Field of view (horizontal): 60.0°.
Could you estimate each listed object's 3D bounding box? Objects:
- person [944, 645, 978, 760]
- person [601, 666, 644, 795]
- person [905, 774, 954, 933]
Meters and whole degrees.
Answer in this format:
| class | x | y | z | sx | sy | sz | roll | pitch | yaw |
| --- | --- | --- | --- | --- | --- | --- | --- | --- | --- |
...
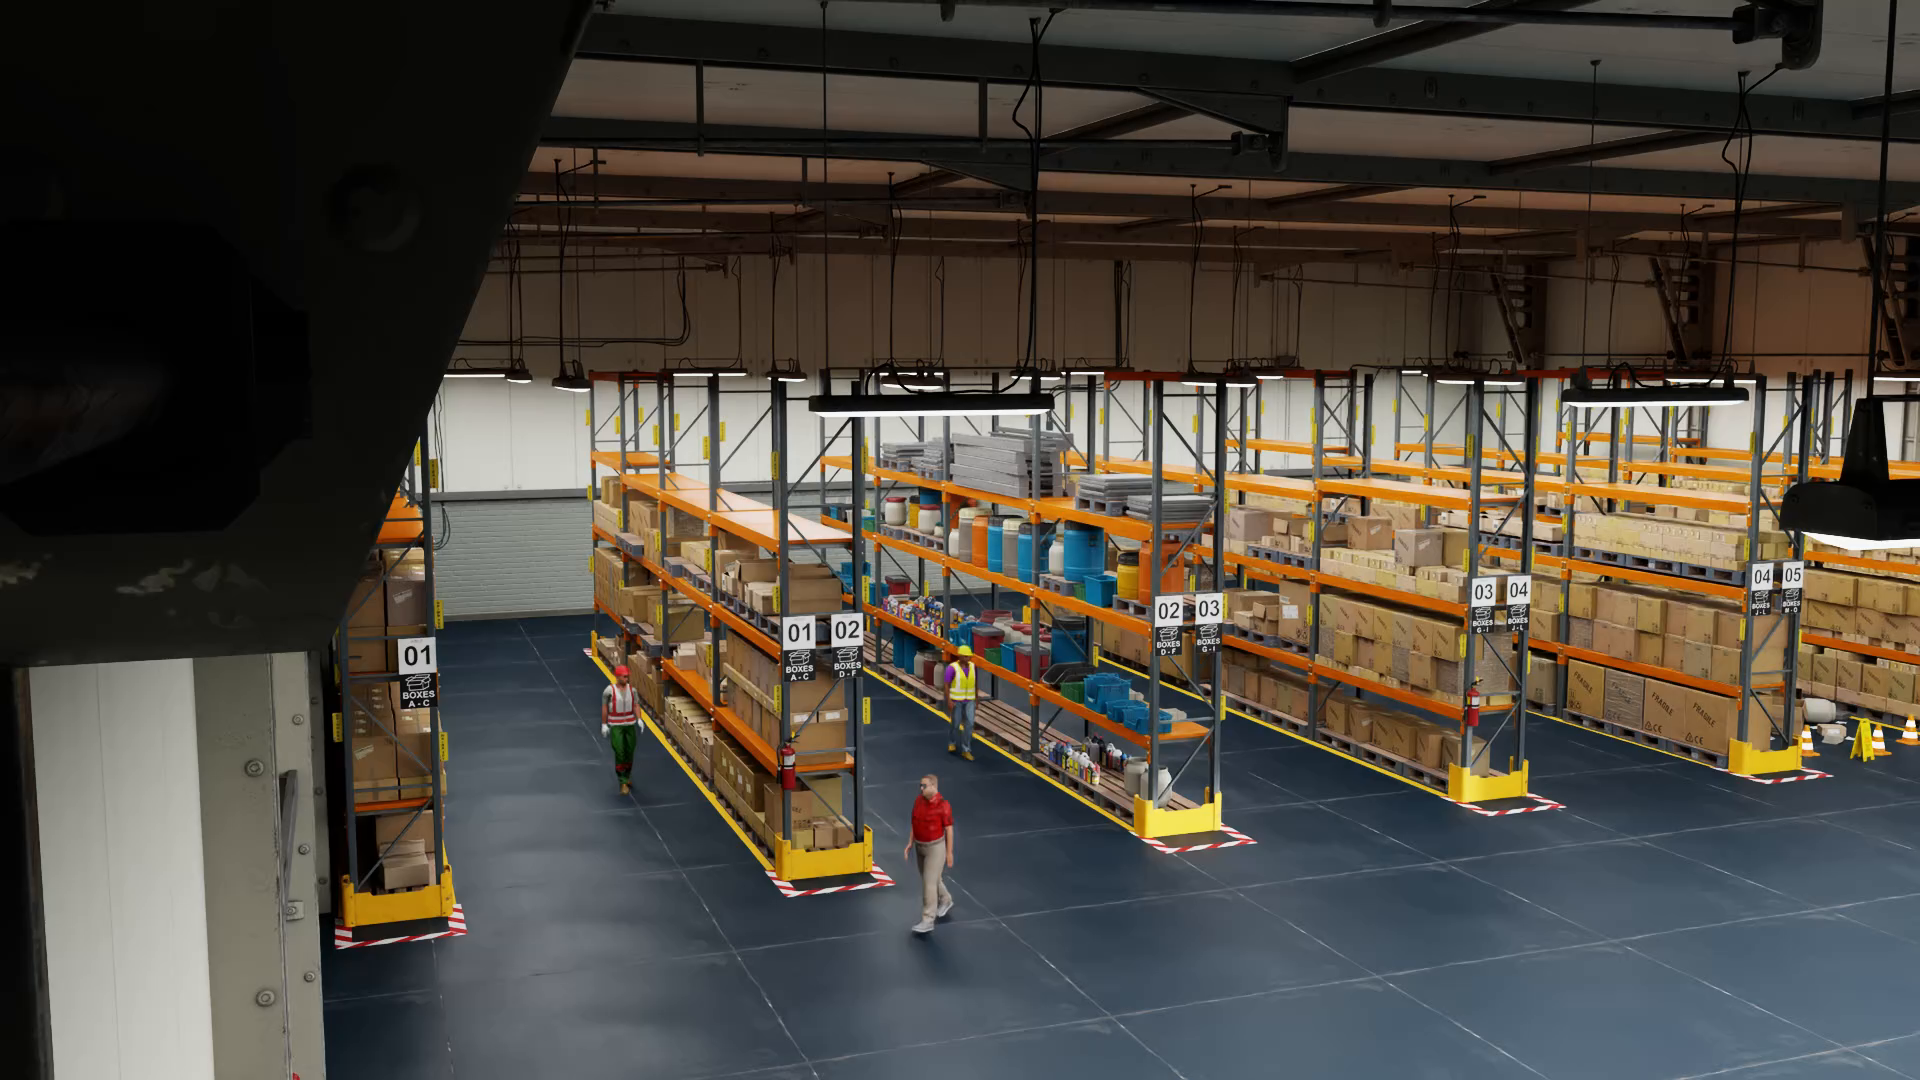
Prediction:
| class | x | y | z | sx | sy | sz | roll | pitch | yaw |
| --- | --- | --- | --- | --- | --- | --- | --- | --- | --- |
| person | 0.056 | 2.553 | 26.257 | 0.647 | 1.788 | 0.713 | -3 | 7 | -24 |
| person | -4.867 | 2.752 | 24.236 | 0.563 | 1.805 | 0.670 | -4 | 8 | -34 |
| person | -0.314 | 3.433 | 18.447 | 0.839 | 1.703 | 0.525 | -5 | 8 | -40 |
